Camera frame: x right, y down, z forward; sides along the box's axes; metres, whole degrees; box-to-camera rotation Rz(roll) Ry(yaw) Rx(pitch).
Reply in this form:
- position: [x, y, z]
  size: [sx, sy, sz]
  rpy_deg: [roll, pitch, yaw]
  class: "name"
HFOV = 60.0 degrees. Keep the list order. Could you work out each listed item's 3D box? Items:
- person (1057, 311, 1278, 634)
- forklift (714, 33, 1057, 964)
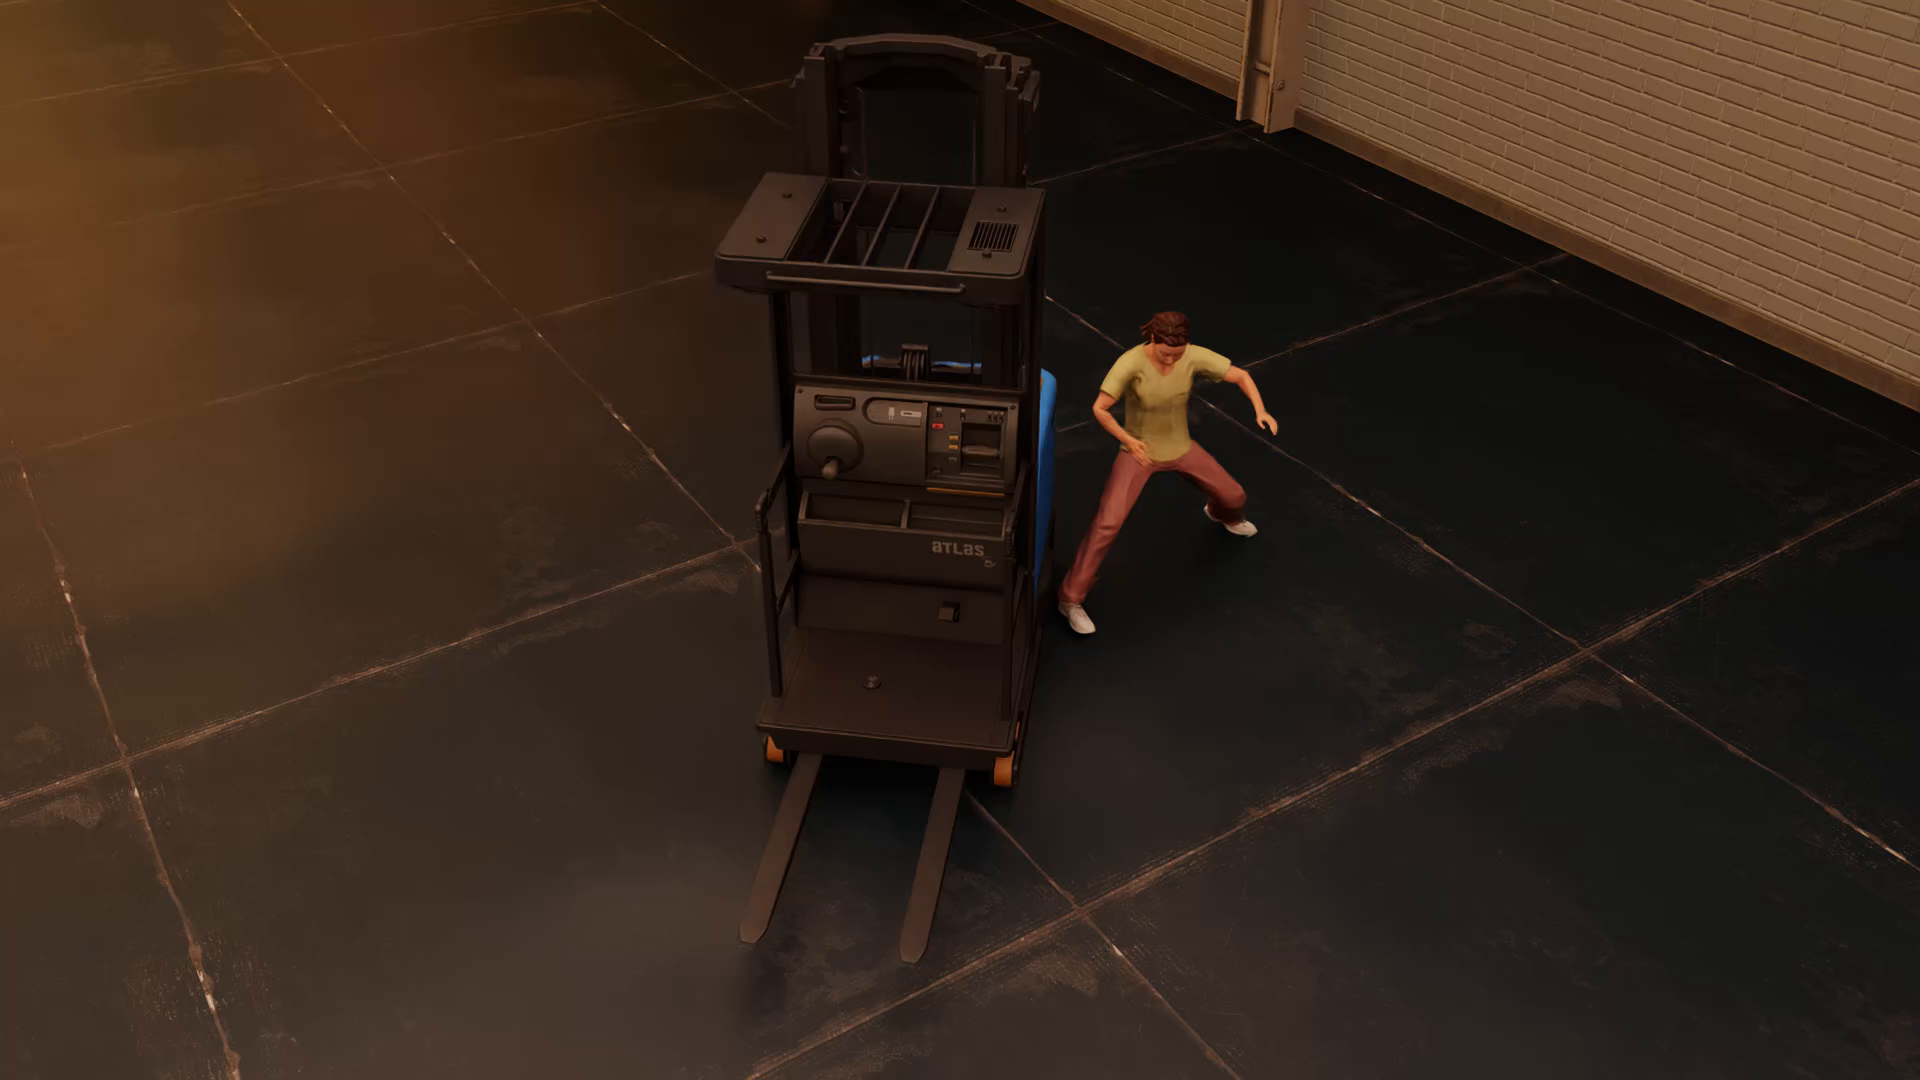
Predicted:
- position: [1.030, -0.404, 8.005]
  size: [1.213, 1.486, 0.825]
  rpy_deg: [-7, 36, -10]
  class: "person"
- position: [-0.255, -0.354, 6.652]
  size: [1.130, 2.935, 3.031]
  rpy_deg: [5, 35, 7]
  class: "forklift"
